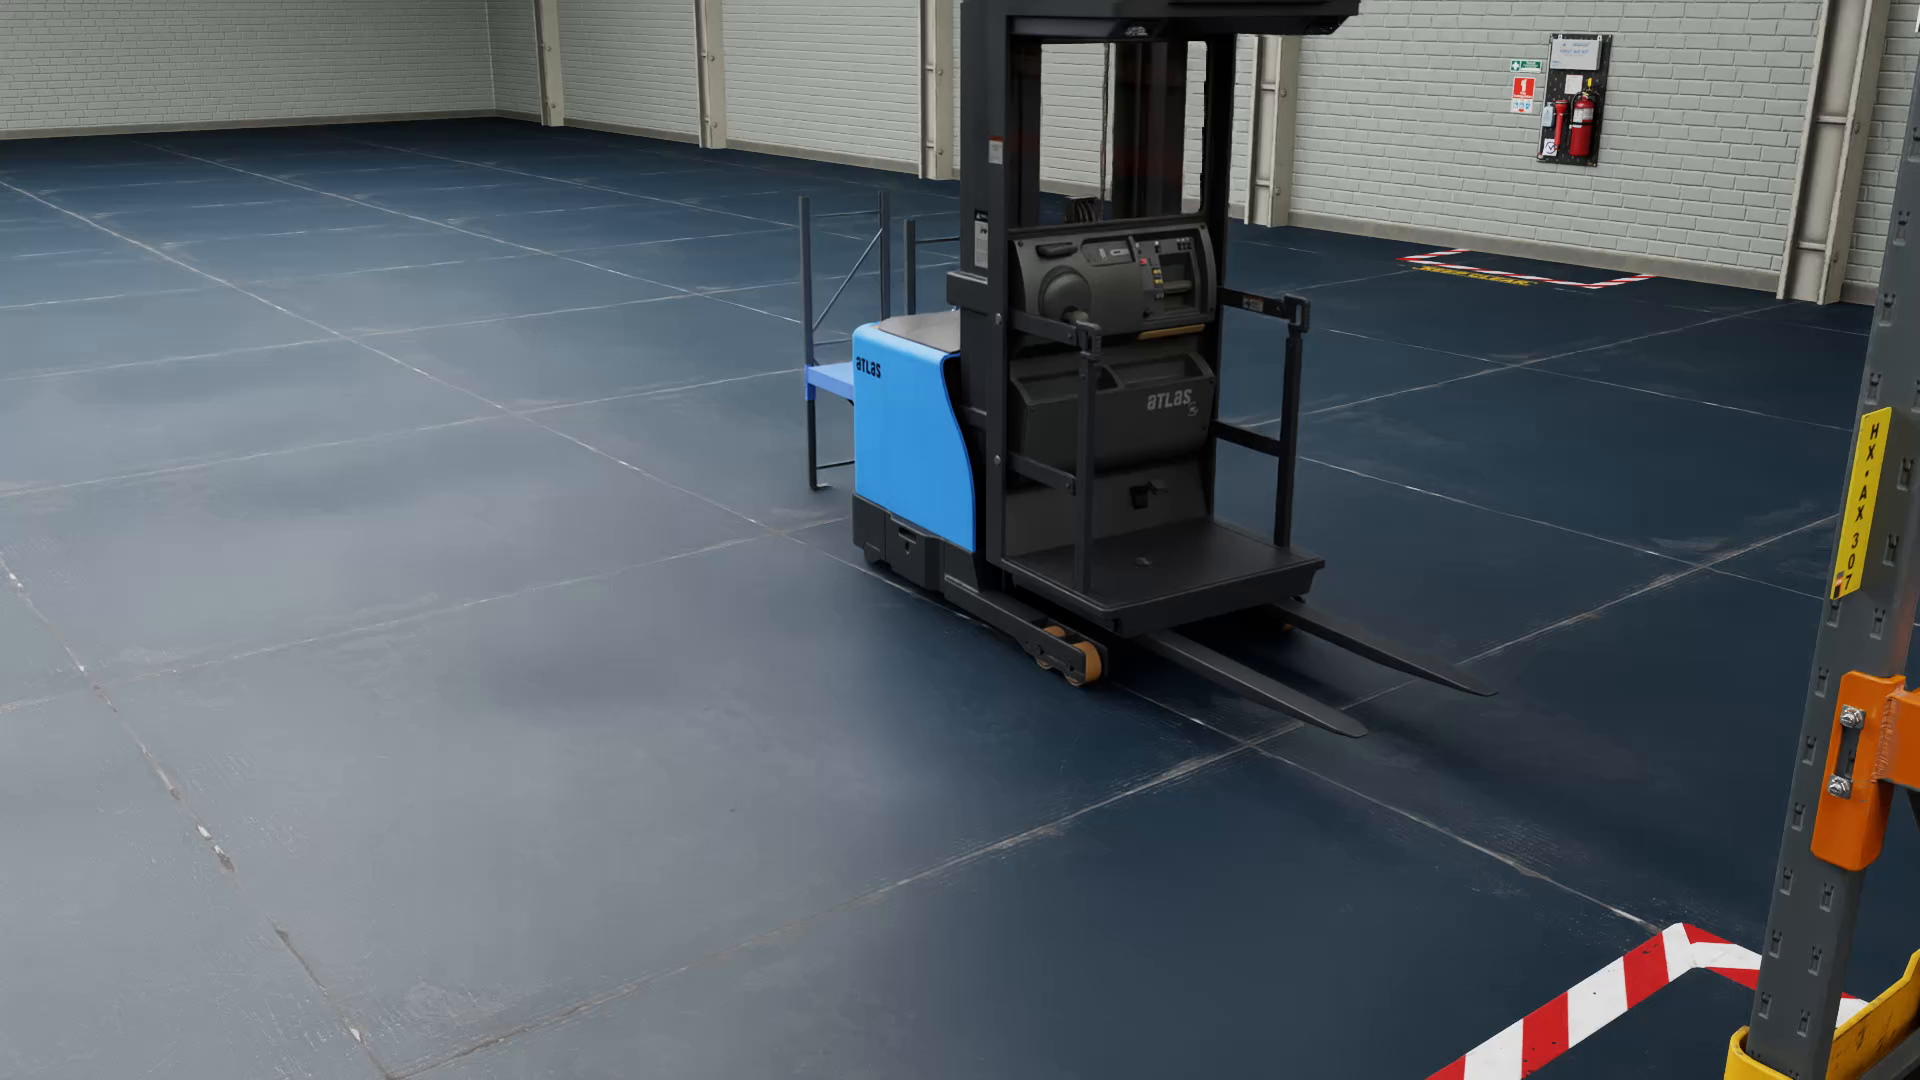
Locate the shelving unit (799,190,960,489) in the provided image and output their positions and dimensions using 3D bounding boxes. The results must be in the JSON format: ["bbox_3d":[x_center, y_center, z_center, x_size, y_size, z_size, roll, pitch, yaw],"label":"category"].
[{"bbox_3d":[-0.305,-0.887,8.156,0.538,1.500,1.048,-11,21,-31],"label":"shelving unit"}]

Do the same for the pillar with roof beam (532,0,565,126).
[{"bbox_3d":[-11.153,-11.366,27.871,9.100,9.000,0.400,-14,23,-36],"label":"pillar with roof beam"}]

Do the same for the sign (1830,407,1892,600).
[{"bbox_3d":[1.535,-0.061,2.834,0.100,0.325,0.005,-14,23,-36],"label":"sign"}]

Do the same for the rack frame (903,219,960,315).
[{"bbox_3d":[-0.033,-0.752,7.749,0.500,1.500,0.032,-11,21,-31],"label":"rack frame"}]

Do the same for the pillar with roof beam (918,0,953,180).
[{"bbox_3d":[-3.703,-8.409,18.941,9.100,9.000,0.400,-14,23,-36],"label":"pillar with roof beam"}]

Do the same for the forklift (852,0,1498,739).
[{"bbox_3d":[0.725,-1.013,6.258,1.130,2.935,3.031,-11,21,-31],"label":"forklift"}]

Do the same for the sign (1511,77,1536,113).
[{"bbox_3d":[5.356,-4.234,15.820,0.001,0.329,0.234,-14,23,-36],"label":"sign"}]

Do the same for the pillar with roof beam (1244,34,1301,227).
[{"bbox_3d":[0.023,-6.930,14.476,9.100,9.000,0.400,-14,23,-36],"label":"pillar with roof beam"}]

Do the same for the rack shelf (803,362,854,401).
[{"bbox_3d":[-0.305,-0.717,8.213,0.538,0.185,1.000,-11,21,-31],"label":"rack shelf"}]

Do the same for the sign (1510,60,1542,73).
[{"bbox_3d":[5.352,-4.483,15.728,0.001,0.109,0.331,-14,23,-36],"label":"sign"}]

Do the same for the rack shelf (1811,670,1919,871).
[{"bbox_3d":[3.211,0.799,1.823,1.077,0.370,4.000,-14,23,-36],"label":"rack shelf"}]

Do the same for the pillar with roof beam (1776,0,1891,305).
[{"bbox_3d":[3.748,-5.452,10.011,9.100,9.000,0.400,-14,23,-36],"label":"pillar with roof beam"}]

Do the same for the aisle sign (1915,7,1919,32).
[{"bbox_3d":[1.695,-1.230,2.671,0.394,0.787,0.004,-14,23,-36],"label":"aisle sign"}]

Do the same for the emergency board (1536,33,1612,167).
[{"bbox_3d":[5.618,-4.060,15.353,0.194,1.169,0.643,-14,23,-36],"label":"emergency board"}]

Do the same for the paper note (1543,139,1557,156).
[{"bbox_3d":[5.562,-3.699,15.664,0.016,0.148,0.142,-14,23,-36],"label":"paper note"}]

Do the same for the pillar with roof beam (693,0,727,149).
[{"bbox_3d":[-7.428,-9.887,23.406,9.100,9.000,0.400,-14,23,-36],"label":"pillar with roof beam"}]

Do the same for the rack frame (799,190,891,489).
[{"bbox_3d":[-0.578,-1.022,8.563,0.500,1.500,0.032,-11,21,-31],"label":"rack frame"}]

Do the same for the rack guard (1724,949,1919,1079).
[{"bbox_3d":[2.053,1.160,3.563,1.175,0.500,0.348,-14,23,-36],"label":"rack guard"}]
